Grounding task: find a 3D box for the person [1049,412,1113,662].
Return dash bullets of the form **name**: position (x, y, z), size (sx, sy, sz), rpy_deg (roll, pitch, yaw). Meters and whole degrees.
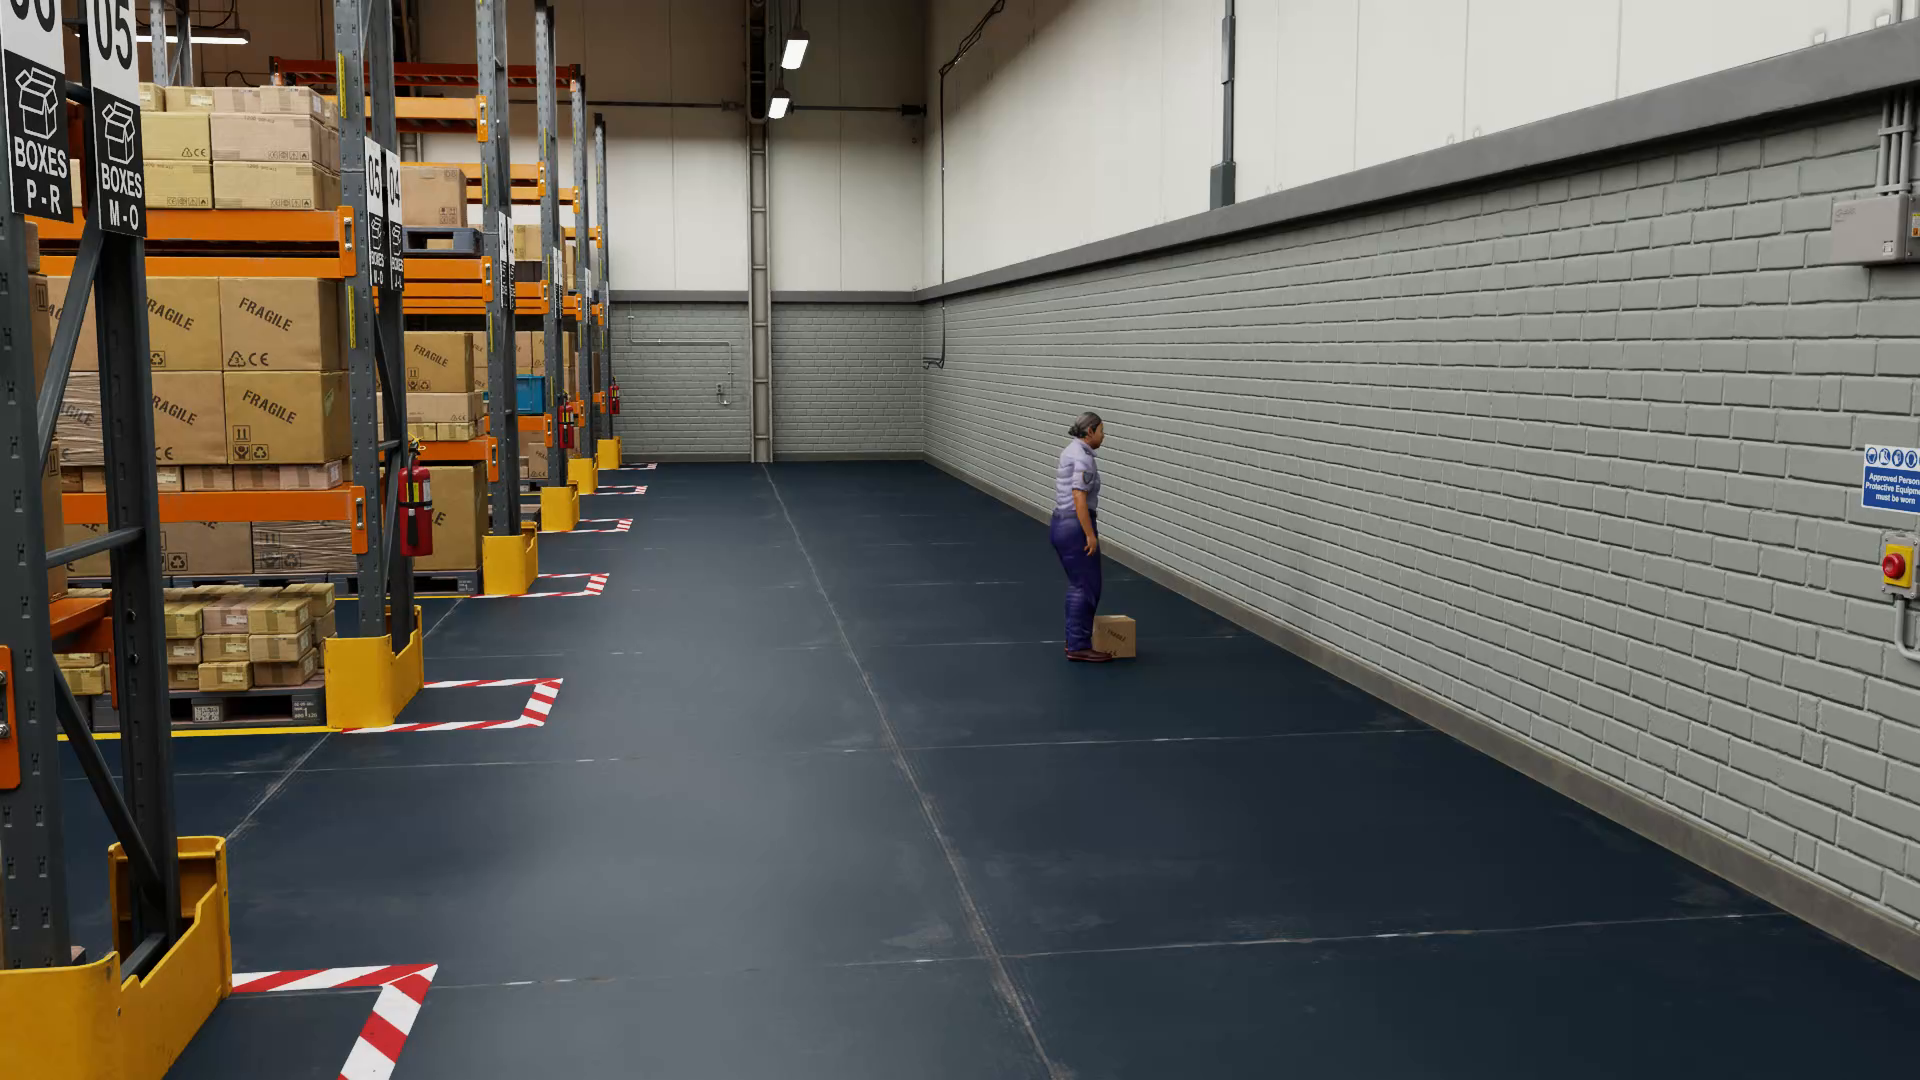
- **person**: position (0.822, -0.035, 11.178), size (0.415, 1.652, 0.537), rpy_deg (-1, 7, -8)
